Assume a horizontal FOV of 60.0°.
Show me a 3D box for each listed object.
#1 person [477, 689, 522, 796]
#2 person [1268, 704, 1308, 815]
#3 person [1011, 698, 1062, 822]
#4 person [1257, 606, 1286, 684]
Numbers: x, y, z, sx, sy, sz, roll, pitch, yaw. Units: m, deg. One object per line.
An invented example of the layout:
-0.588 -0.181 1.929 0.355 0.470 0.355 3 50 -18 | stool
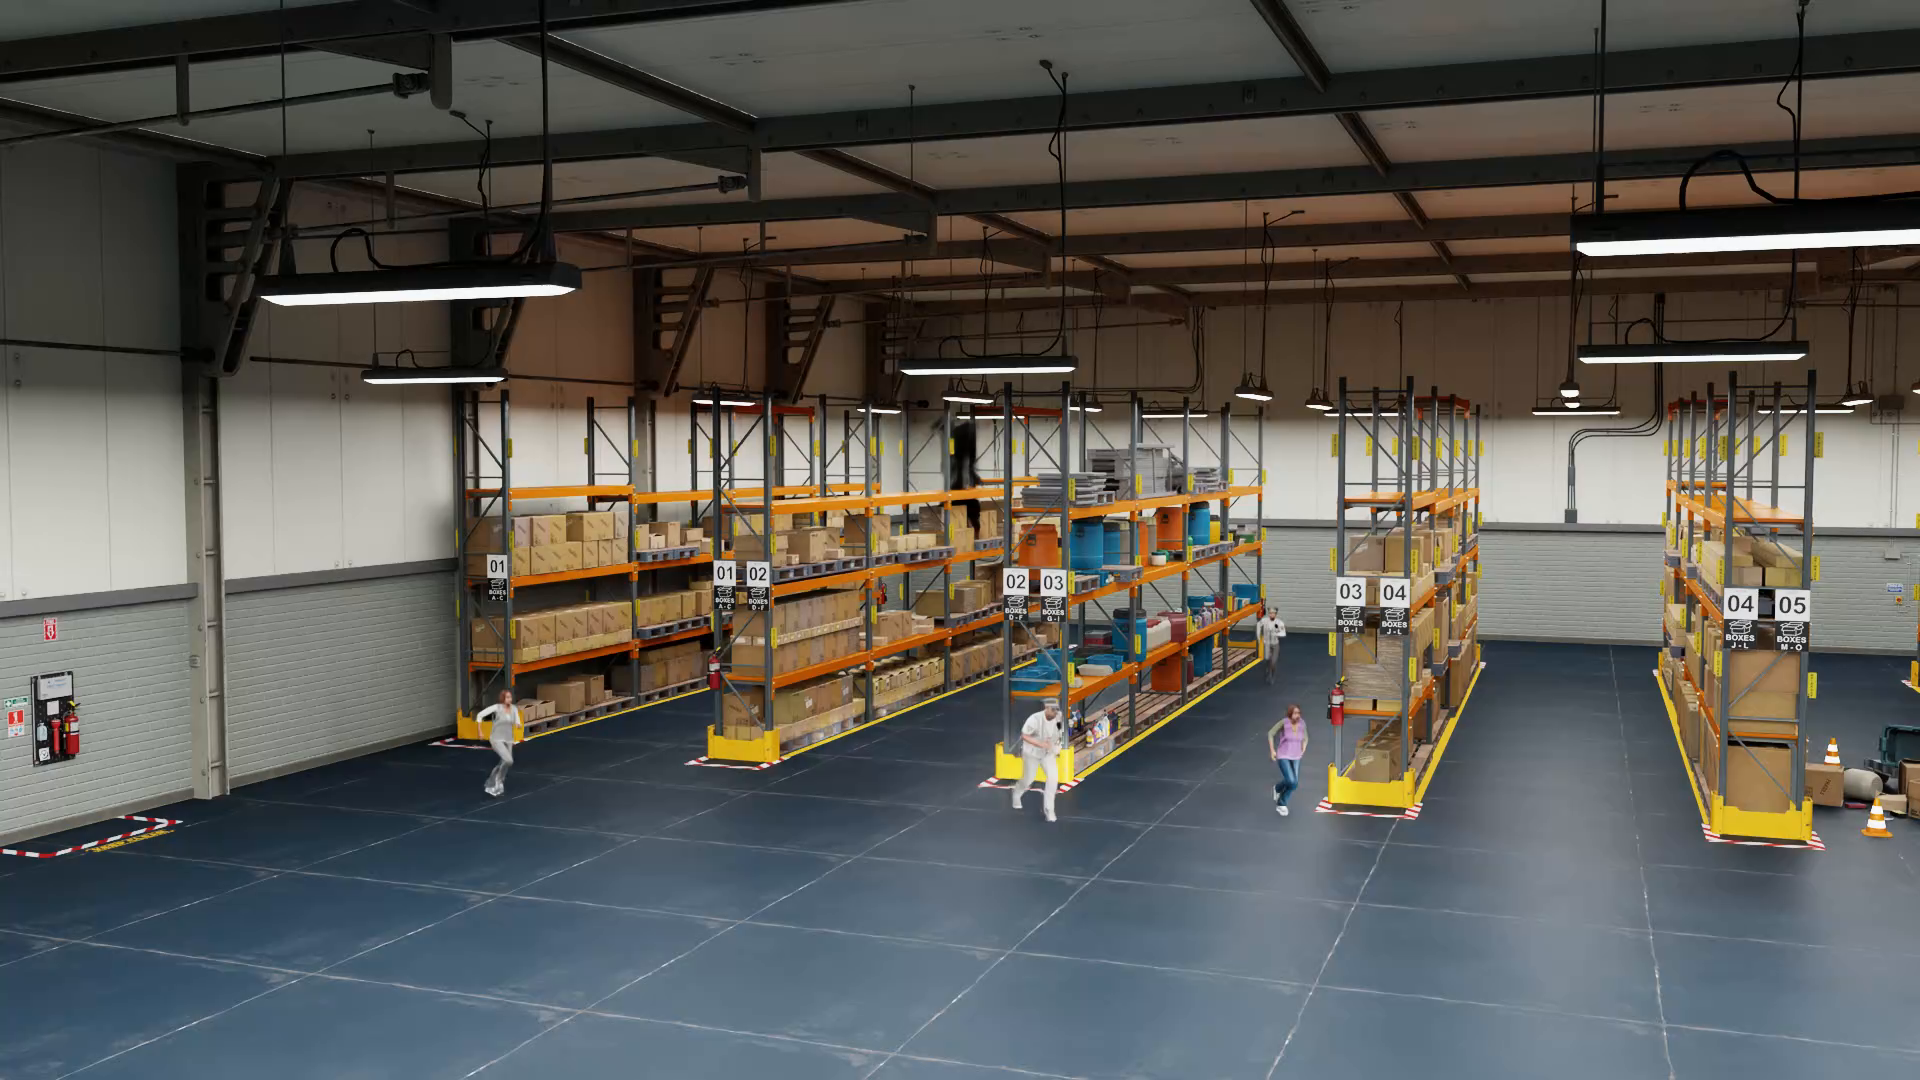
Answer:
-6.538 2.899 23.718 0.721 1.549 0.552 3 4 40 | person
4.498 2.985 22.673 0.514 1.537 0.596 -1 3 -19 | person
1.039 2.954 22.664 0.706 1.722 1.018 -2 4 -33 | person
6.579 2.216 35.190 0.641 1.657 0.775 1 3 17 | person
